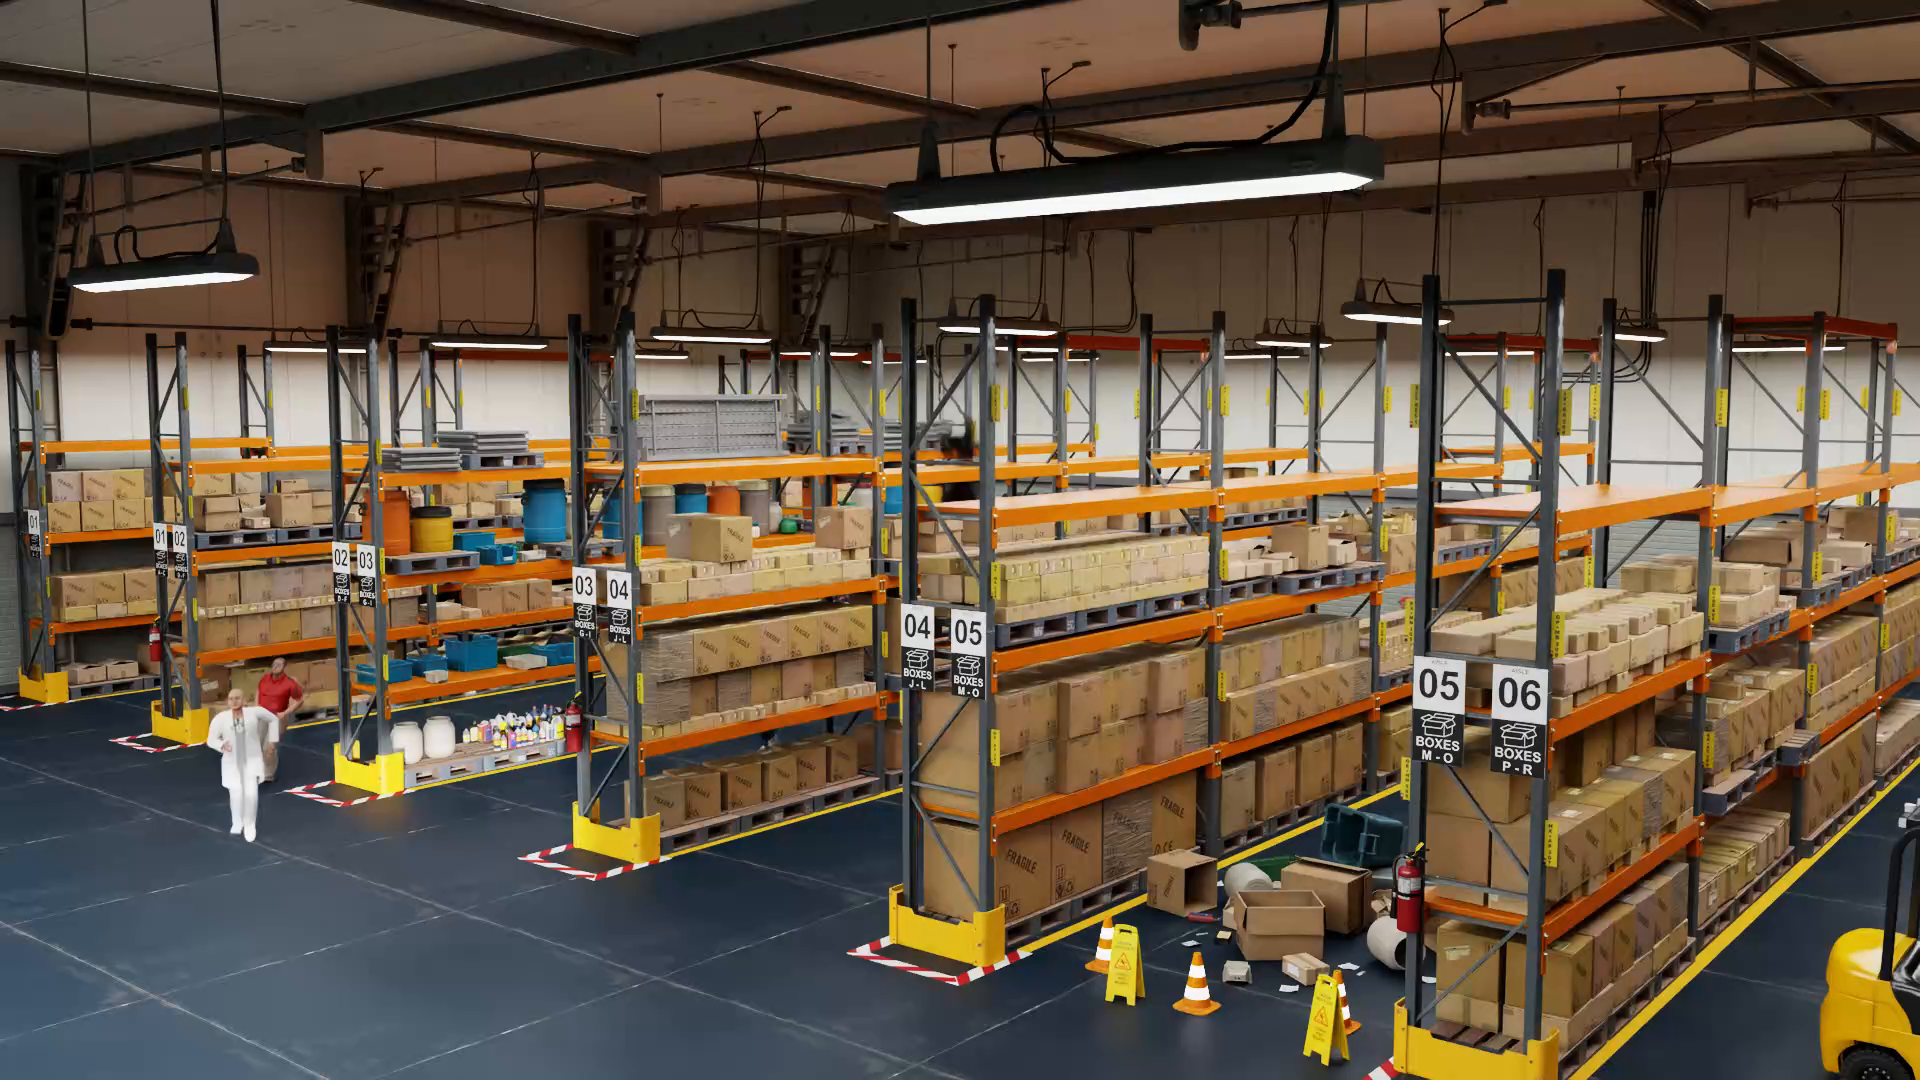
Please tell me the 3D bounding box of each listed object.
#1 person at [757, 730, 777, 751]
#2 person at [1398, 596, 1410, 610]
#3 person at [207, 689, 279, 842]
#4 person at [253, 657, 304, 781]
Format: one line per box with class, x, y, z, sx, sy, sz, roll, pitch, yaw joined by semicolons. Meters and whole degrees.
person;-2.689;2.089;22.257;0.526;1.573;0.510;3;6;34
person;7.297;1.825;27.209;0.673;1.822;0.831;4;7;38
person;-8.200;2.572;19.046;0.732;1.757;0.929;-2;5;-16
person;-9.012;2.371;21.952;0.723;1.663;0.548;1;5;13
